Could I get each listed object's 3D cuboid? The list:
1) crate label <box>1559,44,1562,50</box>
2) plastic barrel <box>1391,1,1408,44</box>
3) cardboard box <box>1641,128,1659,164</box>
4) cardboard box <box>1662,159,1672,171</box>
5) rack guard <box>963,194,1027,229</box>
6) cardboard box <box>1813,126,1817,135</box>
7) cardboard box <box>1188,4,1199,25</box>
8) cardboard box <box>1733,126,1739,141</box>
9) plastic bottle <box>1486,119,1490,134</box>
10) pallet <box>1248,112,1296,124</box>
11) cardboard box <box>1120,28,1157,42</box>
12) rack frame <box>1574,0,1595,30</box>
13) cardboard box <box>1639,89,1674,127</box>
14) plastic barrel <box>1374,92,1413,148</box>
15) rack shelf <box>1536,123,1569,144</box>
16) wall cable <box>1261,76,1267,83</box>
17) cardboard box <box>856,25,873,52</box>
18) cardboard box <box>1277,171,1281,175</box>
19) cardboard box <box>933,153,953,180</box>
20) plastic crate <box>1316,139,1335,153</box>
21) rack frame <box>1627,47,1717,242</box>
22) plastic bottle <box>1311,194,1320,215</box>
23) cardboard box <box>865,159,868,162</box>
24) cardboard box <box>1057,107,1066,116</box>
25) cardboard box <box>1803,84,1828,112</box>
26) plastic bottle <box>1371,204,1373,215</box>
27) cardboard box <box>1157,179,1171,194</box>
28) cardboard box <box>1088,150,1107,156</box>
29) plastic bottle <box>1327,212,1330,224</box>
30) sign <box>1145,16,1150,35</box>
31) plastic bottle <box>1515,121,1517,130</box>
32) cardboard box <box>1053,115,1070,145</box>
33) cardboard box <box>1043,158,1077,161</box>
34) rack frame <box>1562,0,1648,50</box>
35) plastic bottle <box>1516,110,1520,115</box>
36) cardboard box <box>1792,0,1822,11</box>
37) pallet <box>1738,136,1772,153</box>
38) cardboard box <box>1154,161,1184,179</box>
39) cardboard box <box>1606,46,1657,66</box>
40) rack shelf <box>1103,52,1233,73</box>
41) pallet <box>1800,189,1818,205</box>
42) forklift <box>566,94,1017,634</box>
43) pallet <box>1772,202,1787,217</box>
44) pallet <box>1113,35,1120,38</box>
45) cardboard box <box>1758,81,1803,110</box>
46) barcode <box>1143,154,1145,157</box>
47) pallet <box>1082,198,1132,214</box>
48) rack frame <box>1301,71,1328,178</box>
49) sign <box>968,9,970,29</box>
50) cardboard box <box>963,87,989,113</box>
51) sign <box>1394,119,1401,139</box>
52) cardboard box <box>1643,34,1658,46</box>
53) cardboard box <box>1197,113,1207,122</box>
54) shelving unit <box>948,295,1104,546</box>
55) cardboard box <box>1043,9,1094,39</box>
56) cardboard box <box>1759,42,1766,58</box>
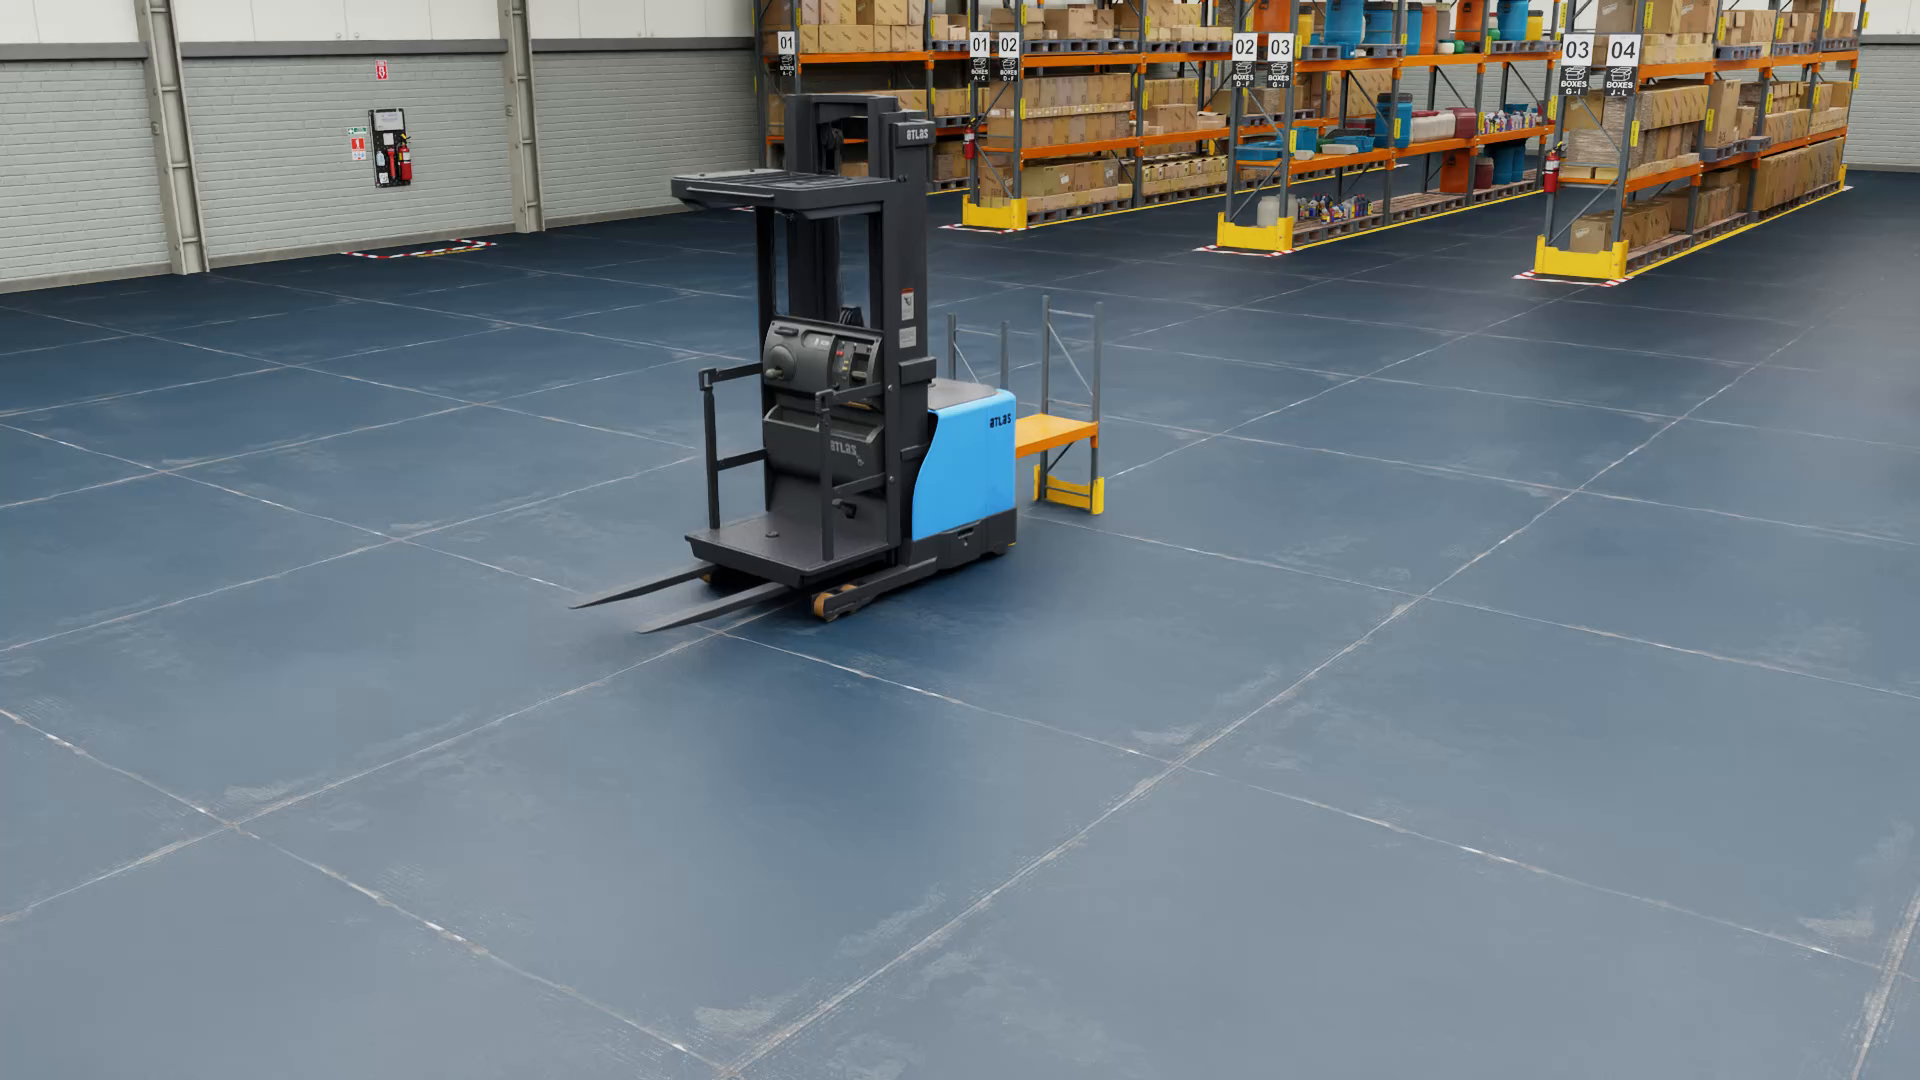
[{"bbox_3d":[12.257,-10.210,34.451,0.293,0.136,0.466,12,21,35],"label":"crate label"},{"bbox_3d":[7.485,-8.920,29.006,0.600,0.901,0.600,0,17,0],"label":"plastic barrel"},{"bbox_3d":[9.445,-5.672,23.782,0.875,0.500,0.500,12,21,35],"label":"cardboard box"},{"bbox_3d":[10.147,-5.480,24.255,0.380,0.149,0.250,12,21,35],"label":"cardboard box"},{"bbox_3d":[0.593,-5.657,28.616,1.175,0.500,0.348,12,21,35],"label":"rack guard"},{"bbox_3d":[16.311,-7.917,32.104,0.380,0.149,0.250,12,21,33],"label":"cardboard box"},{"bbox_3d":[5.636,-13.169,41.646,0.500,0.500,0.500,13,22,36],"label":"cardboard box"},{"bbox_3d":[12.551,-6.702,27.285,0.396,0.266,0.258,12,21,33],"label":"cardboard box"},{"bbox_3d":[10.143,-7.982,32.099,0.152,0.276,0.135,12,21,35],"label":"plastic bottle"},{"bbox_3d":[6.529,-9.134,35.922,1.003,0.211,1.213,12,21,35],"label":"pallet"},{"bbox_3d":[3.365,-9.515,31.314,0.500,0.250,0.500,15,23,40],"label":"cardboard box"},{"bbox_3d":[14.116,-12.656,36.824,1.000,3.000,0.127,12,21,35],"label":"rack frame"},{"bbox_3d":[9.708,-6.092,23.447,0.500,0.500,0.500,12,21,35],"label":"cardboard box"},{"bbox_3d":[7.440,-7.210,28.560,0.600,0.901,0.708,12,21,35],"label":"plastic barrel"},{"bbox_3d":[12.925,-8.971,36.286,1.077,0.370,4.000,12,21,35],"label":"rack shelf"},{"bbox_3d":[9.817,-14.207,47.057,3.097,2.526,0.112,12,21,35],"label":"wall cable"},{"bbox_3d":[-2.016,-9.633,31.946,0.500,0.500,0.500,14,22,38],"label":"cardboard box"},{"bbox_3d":[6.792,-8.205,36.081,0.500,0.500,0.500,12,21,33],"label":"cardboard box"},{"bbox_3d":[-0.565,-7.878,35.027,0.700,0.500,0.500,13,22,37],"label":"cardboard box"},{"bbox_3d":[5.931,-6.558,27.661,0.450,0.188,0.662,12,21,35],"label":"plastic crate"},{"bbox_3d":[10.944,-6.057,25.692,1.000,3.000,0.127,12,21,35],"label":"rack frame"},{"bbox_3d":[6.040,-5.714,28.310,0.144,0.351,0.185,11,21,32],"label":"plastic bottle"},{"bbox_3d":[-1.576,-7.445,33.634,0.500,0.500,0.500,11,20,31],"label":"cardboard box"},{"bbox_3d":[1.628,-7.515,29.124,0.380,0.149,0.250,12,21,33],"label":"cardboard box"},{"bbox_3d":[16.501,-8.576,32.289,0.500,0.500,0.500,12,21,35],"label":"cardboard box"},{"bbox_3d":[7.001,-5.665,28.404,0.097,0.201,0.097,0,17,0],"label":"plastic bottle"},{"bbox_3d":[3.736,-6.870,32.237,0.500,0.250,0.500,13,22,36],"label":"cardboard box"},{"bbox_3d":[2.967,-9.373,39.284,0.750,0.750,0.750,13,22,36],"label":"cardboard box"},{"bbox_3d":[5.975,-5.255,27.085,0.097,0.201,0.097,0,17,0],"label":"plastic bottle"},{"bbox_3d":[3.437,-9.428,30.484,0.100,0.325,0.005,12,21,35],"label":"sign"},{"bbox_3d":[11.112,-8.320,33.314,0.097,0.201,0.097,0,17,0],"label":"plastic bottle"},{"bbox_3d":[1.505,-7.256,29.383,0.700,0.500,0.500,13,21,35],"label":"cardboard box"},{"bbox_3d":[1.867,-6.761,30.621,0.500,0.500,0.500,12,21,35],"label":"cardboard box"},{"bbox_3d":[8.561,-7.970,21.734,1.000,3.000,0.127,12,21,35],"label":"rack frame"},{"bbox_3d":[11.332,-8.563,33.844,0.144,0.351,0.185,12,21,35],"label":"plastic bottle"},{"bbox_3d":[16.276,-10.272,31.897,0.500,0.250,0.500,11,20,31],"label":"cardboard box"},{"bbox_3d":[12.988,-6.730,28.181,1.213,0.211,1.003,12,21,35],"label":"pallet"},{"bbox_3d":[4.047,-7.260,32.548,0.500,0.311,0.500,12,21,33],"label":"cardboard box"},{"bbox_3d":[9.055,-6.535,22.424,0.500,0.250,0.500,13,22,36],"label":"cardboard box"},{"bbox_3d":[4.182,-9.374,32.527,1.077,0.370,4.000,12,21,35],"label":"rack shelf"},{"bbox_3d":[16.227,-6.798,32.780,1.003,0.211,1.213,12,21,35],"label":"pallet"},{"bbox_3d":[-0.967,-1.094,9.824,1.130,2.935,3.031,14,22,39],"label":"forklift"},{"bbox_3d":[14.585,-6.142,30.667,1.003,0.211,1.213,12,21,35],"label":"pallet"},{"bbox_3d":[4.273,-12.172,40.473,1.003,0.211,1.213,12,21,35],"label":"pallet"},{"bbox_3d":[15.337,-8.336,31.169,0.797,0.503,0.637,12,21,33],"label":"cardboard box"},{"bbox_3d":[3.477,-7.271,31.453,0.001,0.075,0.075,12,21,35],"label":"barcode"},{"bbox_3d":[2.483,-6.295,31.159,1.003,0.211,1.213,12,21,35],"label":"pallet"},{"bbox_3d":[7.757,-9.714,37.467,1.000,3.000,0.127,12,21,35],"label":"rack frame"},{"bbox_3d":[0.180,-8.773,28.019,0.100,0.325,0.005,12,21,35],"label":"sign"},{"bbox_3d":[0.397,-9.479,35.801,0.700,0.500,0.500,12,21,35],"label":"cardboard box"},{"bbox_3d":[7.402,-6.965,28.147,0.100,0.325,0.005,12,21,35],"label":"sign"},{"bbox_3d":[9.143,-6.725,22.365,0.380,0.149,0.250,13,21,36],"label":"cardboard box"},{"bbox_3d":[4.685,-8.540,33.837,0.500,0.311,0.500,12,21,34],"label":"cardboard box"},{"bbox_3d":[0.457,-0.854,11.464,0.587,1.500,1.083,14,22,39],"label":"shelving unit"},{"bbox_3d":[1.908,-9.188,29.597,0.797,0.503,0.637,15,23,41],"label":"cardboard box"},{"bbox_3d":[12.956,-8.094,27.444,0.500,0.250,0.500,12,21,34],"label":"cardboard box"}]
